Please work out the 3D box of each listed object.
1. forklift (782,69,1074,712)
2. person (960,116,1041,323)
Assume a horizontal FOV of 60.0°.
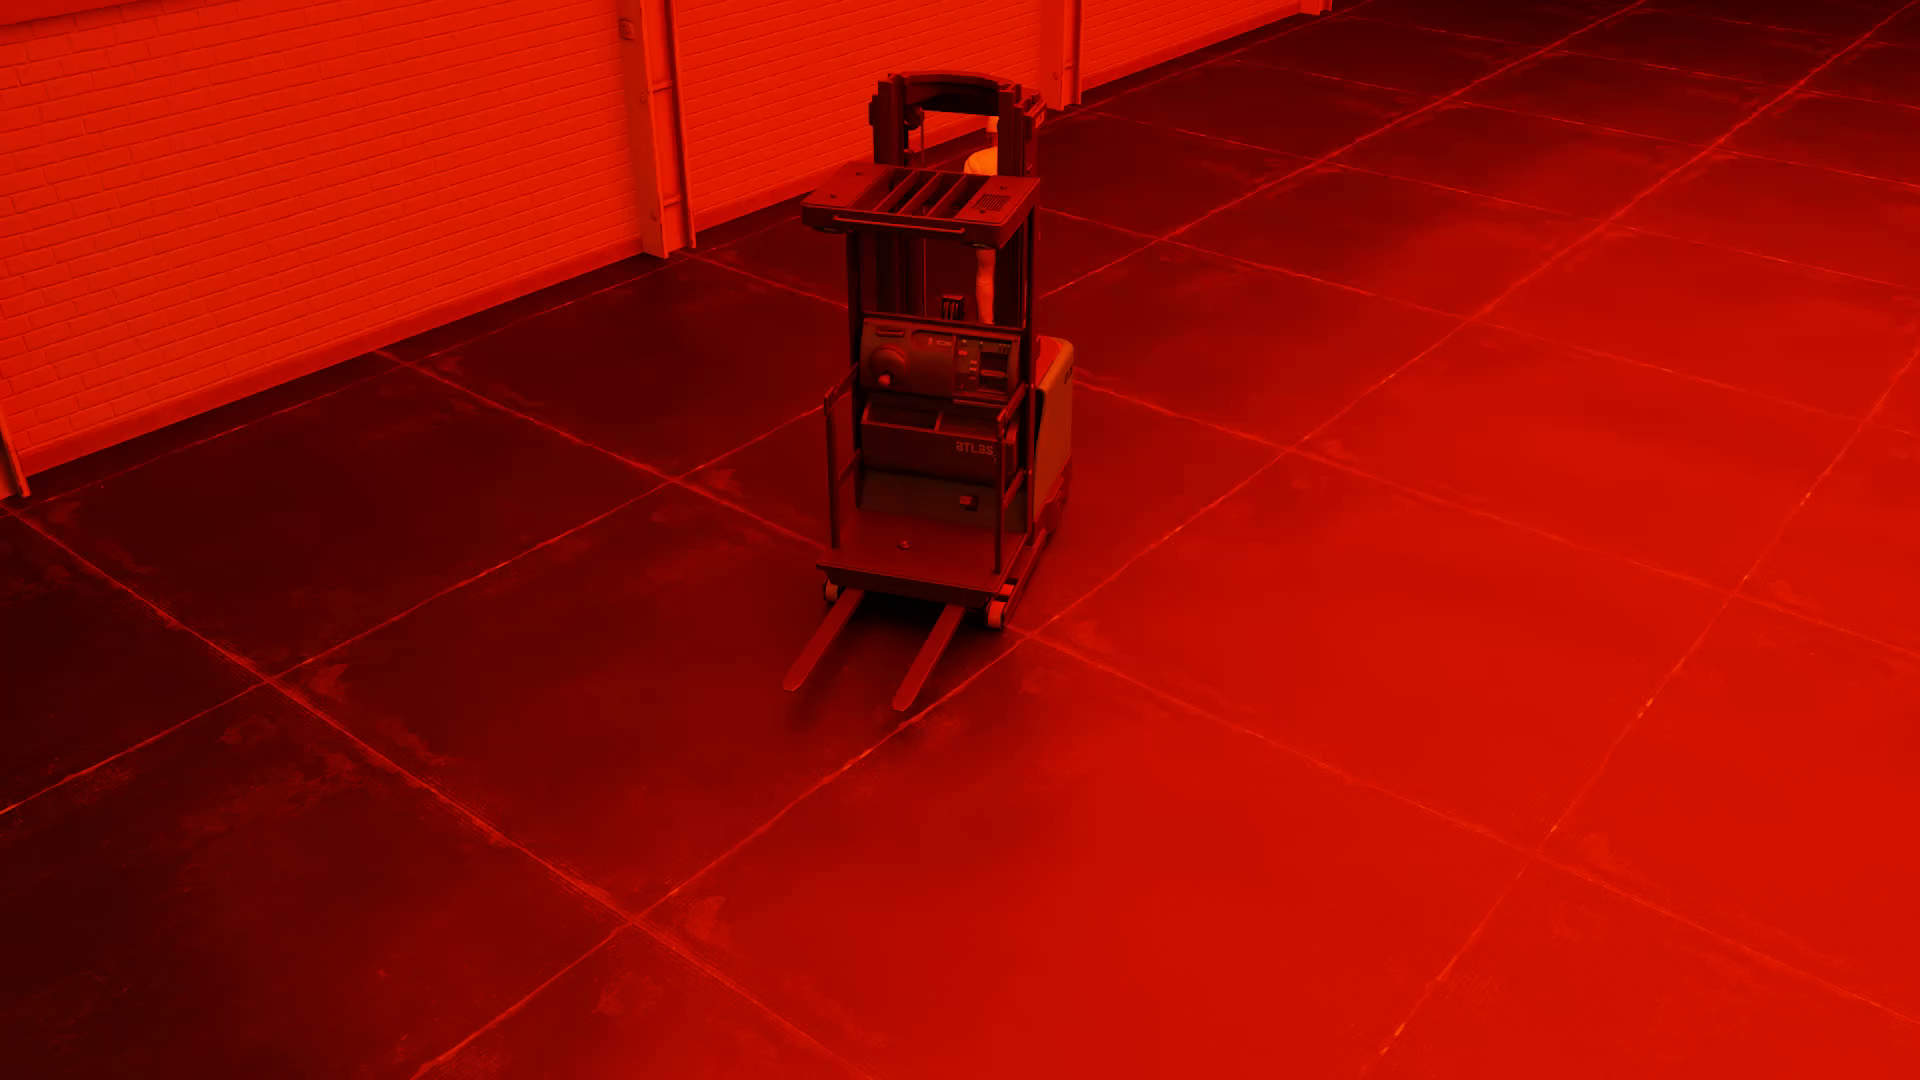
[{"bbox_3d":[-0.176,-0.972,9.258,1.130,2.935,3.031,9,31,14],"label":"forklift"},{"bbox_3d":[0.313,-2.435,12.926,0.627,1.761,0.460,3,30,6],"label":"person"}]
